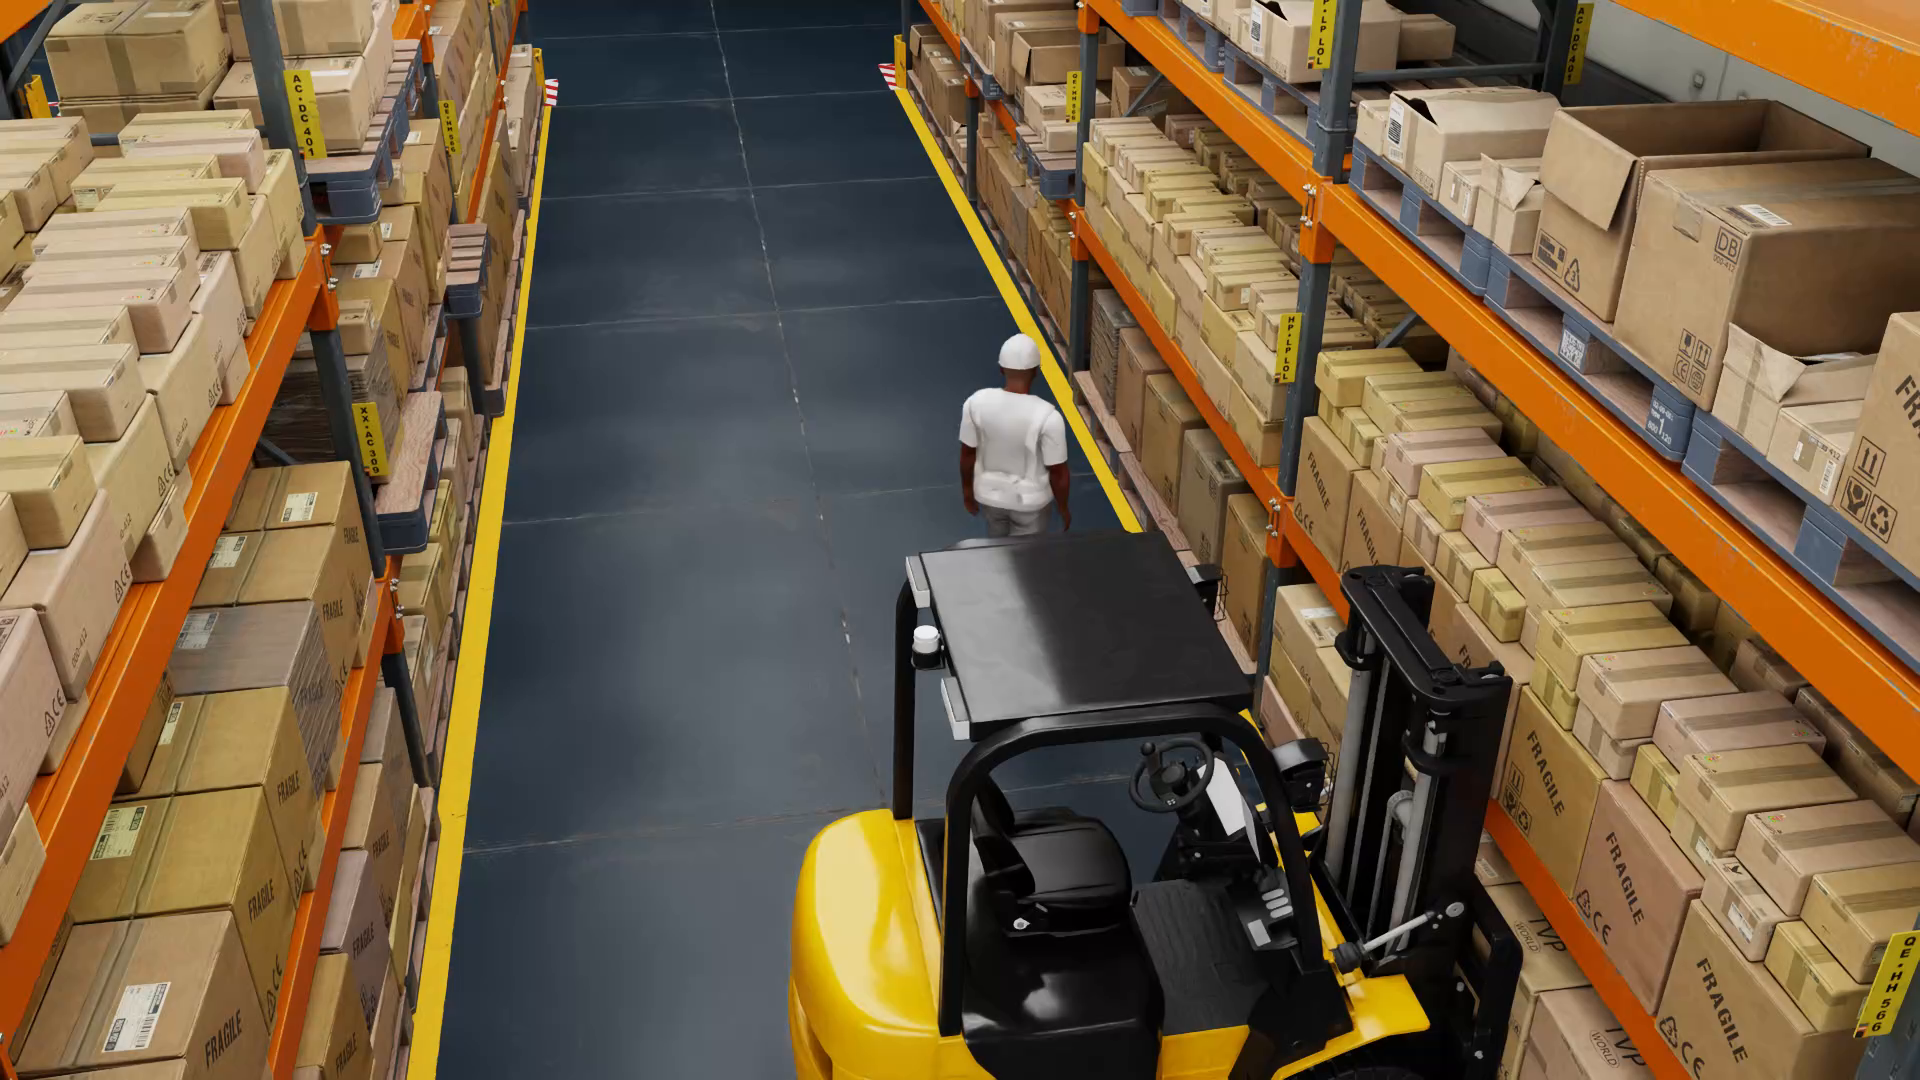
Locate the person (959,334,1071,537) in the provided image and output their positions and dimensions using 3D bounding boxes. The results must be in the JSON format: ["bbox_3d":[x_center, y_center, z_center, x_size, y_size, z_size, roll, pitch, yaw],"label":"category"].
[{"bbox_3d":[0.312,-0.250,8.534,0.585,1.778,0.585,14,33,22],"label":"person"}]
